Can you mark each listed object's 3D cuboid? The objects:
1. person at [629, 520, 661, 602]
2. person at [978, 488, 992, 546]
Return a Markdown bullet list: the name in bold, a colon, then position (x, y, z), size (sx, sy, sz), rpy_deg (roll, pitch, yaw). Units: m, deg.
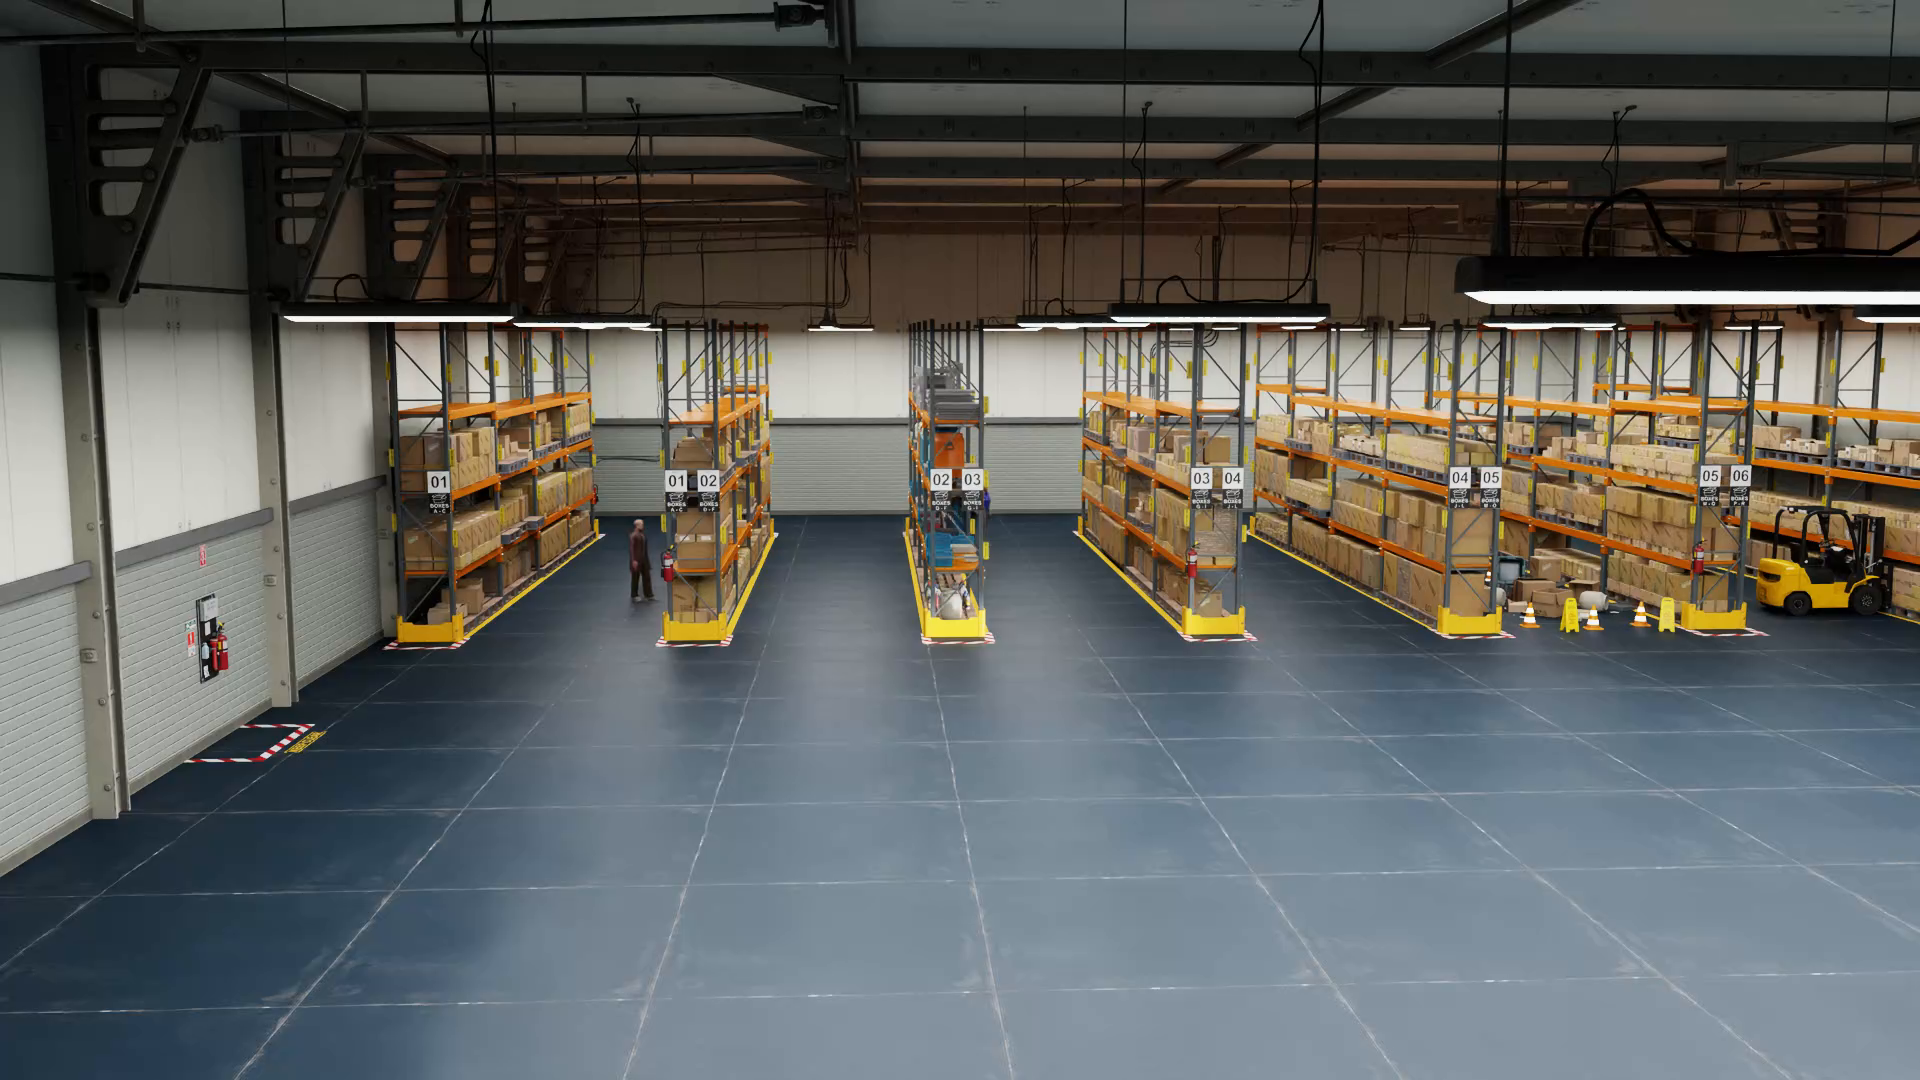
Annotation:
- **person**: position (-6.850, 0.454, 35.607), size (0.682, 1.777, 0.594), rpy_deg (5, 9, 36)
- **person**: position (0.717, -0.693, 45.401), size (0.511, 1.678, 0.494), rpy_deg (4, 8, 30)
